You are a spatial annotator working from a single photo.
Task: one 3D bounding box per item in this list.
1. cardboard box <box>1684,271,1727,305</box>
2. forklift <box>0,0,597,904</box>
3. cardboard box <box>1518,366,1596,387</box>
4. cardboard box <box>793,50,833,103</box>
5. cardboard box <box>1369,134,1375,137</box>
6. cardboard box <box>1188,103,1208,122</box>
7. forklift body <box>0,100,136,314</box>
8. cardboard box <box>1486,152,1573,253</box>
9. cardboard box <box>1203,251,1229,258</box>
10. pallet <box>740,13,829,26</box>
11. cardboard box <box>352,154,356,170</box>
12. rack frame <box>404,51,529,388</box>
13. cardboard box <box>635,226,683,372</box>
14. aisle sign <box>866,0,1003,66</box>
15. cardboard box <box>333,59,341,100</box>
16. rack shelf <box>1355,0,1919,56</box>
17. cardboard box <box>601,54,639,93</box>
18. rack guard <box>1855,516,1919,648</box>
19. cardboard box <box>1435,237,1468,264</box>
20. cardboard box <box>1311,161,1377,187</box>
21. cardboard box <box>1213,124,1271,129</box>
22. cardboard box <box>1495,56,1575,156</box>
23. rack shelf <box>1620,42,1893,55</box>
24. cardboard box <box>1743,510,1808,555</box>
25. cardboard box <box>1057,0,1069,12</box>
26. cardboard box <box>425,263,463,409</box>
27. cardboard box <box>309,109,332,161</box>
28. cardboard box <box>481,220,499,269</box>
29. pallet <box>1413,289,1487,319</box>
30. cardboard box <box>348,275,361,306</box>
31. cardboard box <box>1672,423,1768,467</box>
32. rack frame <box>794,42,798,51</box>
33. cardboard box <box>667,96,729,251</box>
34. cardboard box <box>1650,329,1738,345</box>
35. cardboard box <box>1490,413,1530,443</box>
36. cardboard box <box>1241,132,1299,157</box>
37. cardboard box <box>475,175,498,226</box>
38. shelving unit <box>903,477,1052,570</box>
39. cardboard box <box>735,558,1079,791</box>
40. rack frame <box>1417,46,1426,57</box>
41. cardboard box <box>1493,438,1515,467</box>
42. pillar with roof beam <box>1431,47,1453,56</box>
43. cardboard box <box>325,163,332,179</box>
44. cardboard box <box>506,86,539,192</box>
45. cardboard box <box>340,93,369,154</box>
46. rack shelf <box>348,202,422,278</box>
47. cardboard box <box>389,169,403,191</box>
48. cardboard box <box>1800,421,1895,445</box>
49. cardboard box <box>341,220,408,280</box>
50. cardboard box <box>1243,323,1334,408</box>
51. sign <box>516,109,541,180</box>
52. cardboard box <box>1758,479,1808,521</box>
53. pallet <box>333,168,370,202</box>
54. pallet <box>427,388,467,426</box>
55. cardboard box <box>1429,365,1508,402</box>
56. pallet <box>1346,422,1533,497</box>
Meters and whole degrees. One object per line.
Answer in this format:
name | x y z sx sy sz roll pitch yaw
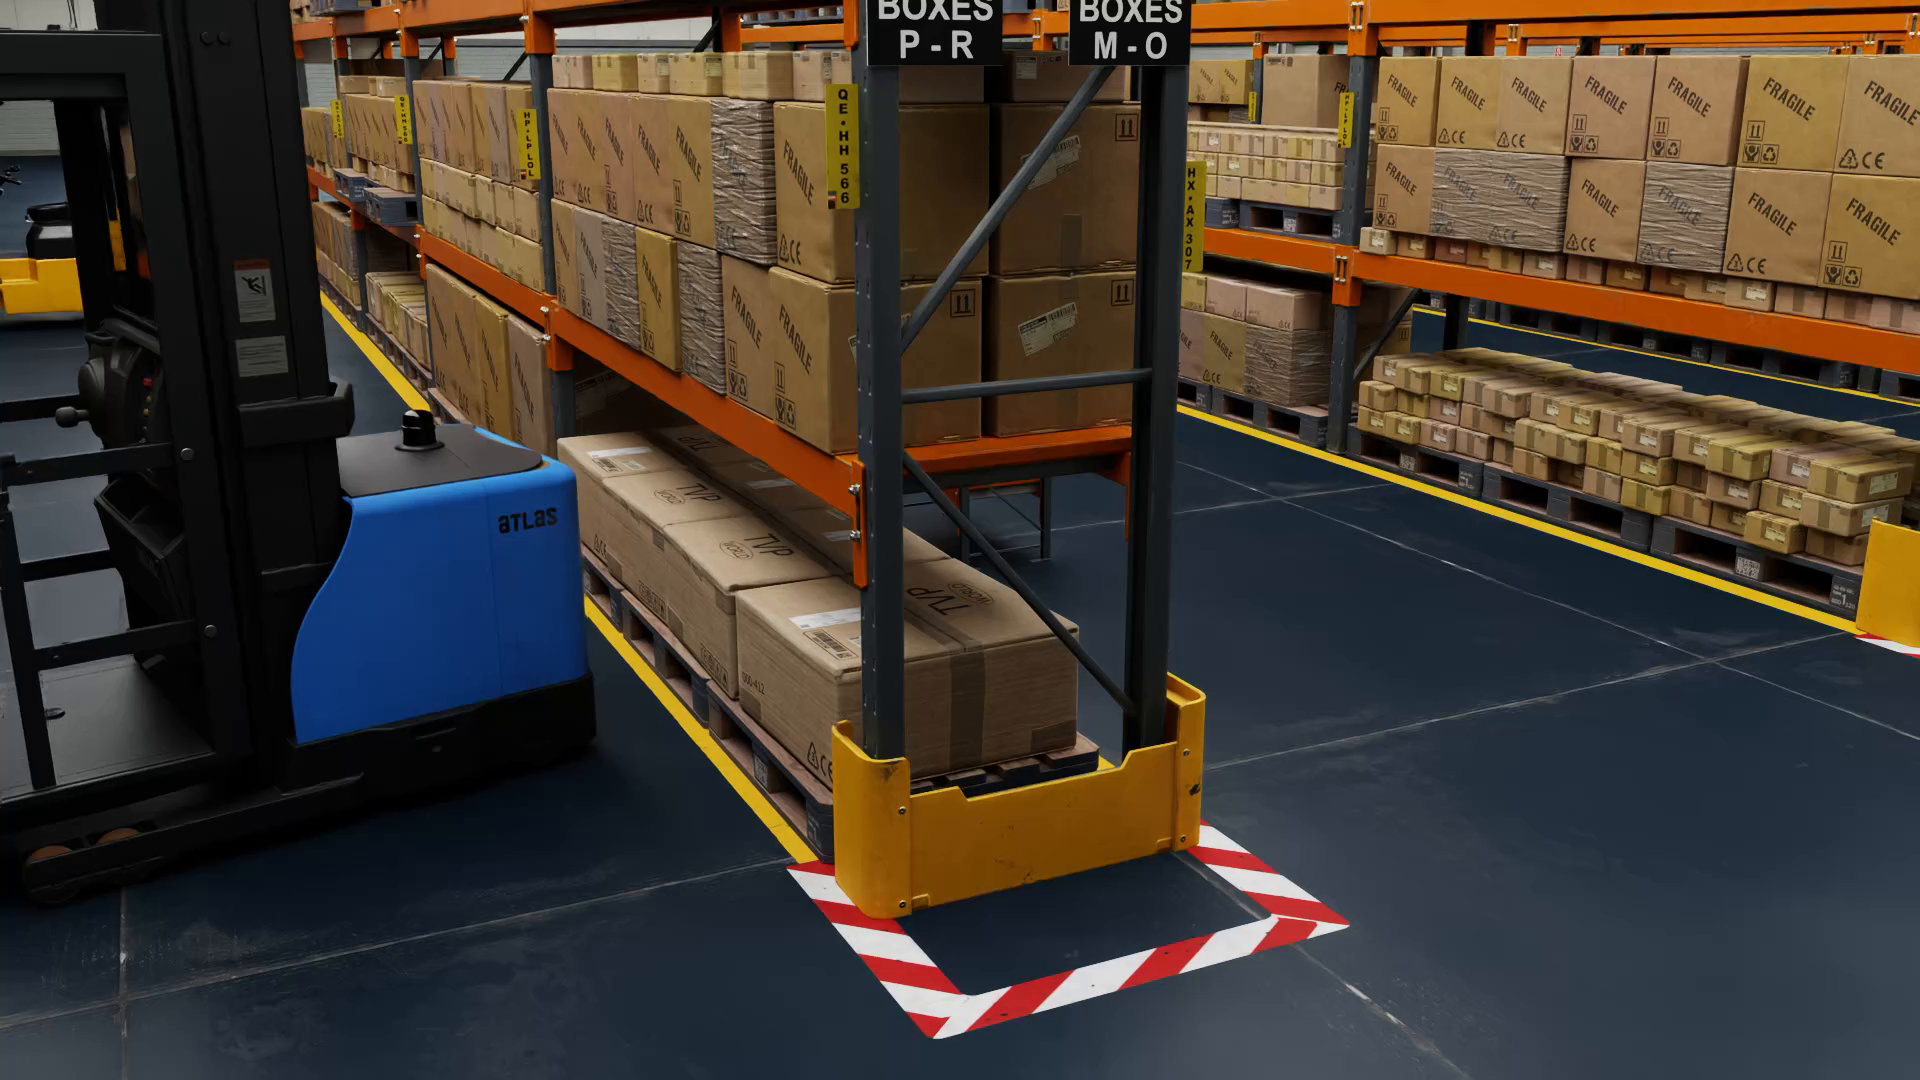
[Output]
cardboard box | 3.772 -1.247 8.113 0.380 0.149 0.250 -9 18 -27
forklift | -2.796 -0.488 5.137 3.031 2.935 1.130 -12 20 -36
cardboard box | 3.533 -0.924 9.862 0.380 0.149 0.250 -7 17 -23
cardboard box | -0.286 -1.407 5.046 0.380 0.149 0.250 -7 18 -24
cardboard box | 2.950 -2.646 11.147 0.380 0.149 0.250 -7 17 -23
cardboard box | 3.196 -5.165 20.590 0.875 0.500 0.500 -8 18 -25
forklift body | -8.815 -3.151 15.830 2.313 2.155 1.214 -8 18 -25
cardboard box | 3.239 -1.844 9.016 0.500 0.500 0.500 -8 18 -26
cardboard box | 1.851 -2.148 13.207 0.500 0.250 0.500 -7 18 -24
pallet | -2.086 -6.249 19.811 1.003 0.211 1.213 -8 18 -25
cardboard box | -5.115 -3.323 14.587 0.380 0.149 0.250 -7 18 -24
rack frame | -3.321 -2.425 11.765 1.000 3.000 0.127 -8 18 -25
cardboard box | -0.944 -0.957 6.465 0.500 0.500 0.500 -7 17 -23
aisle sign | -0.063 -1.636 4.301 0.394 0.787 0.004 -8 18 -25
cardboard box | -6.406 -4.980 18.135 0.700 0.500 0.500 -8 18 -26
rack shelf | 3.713 -2.657 8.437 1.077 0.370 4.000 -8 18 -25
cardboard box | -1.243 -1.906 6.785 0.380 0.149 0.250 -8 18 -26
rack guard | 4.556 0.118 7.434 1.175 0.500 0.348 -8 18 -25
cardboard box | 3.011 -1.711 9.732 0.380 0.149 0.250 -9 18 -27
cardboard box | 2.485 -2.356 10.676 0.380 0.149 0.250 -7 17 -23
cardboard box | 2.155 -3.096 12.716 0.380 0.149 0.250 -8 18 -25
cardboard box | 3.249 -2.332 8.905 0.500 0.500 0.500 -7 18 -24
rack shelf | 11.865 -7.403 24.976 1.077 0.370 4.000 -8 18 -25
cardboard box | 3.967 -0.053 7.906 0.380 0.149 0.250 -7 17 -23
cardboard box | 1.095 -4.365 12.903 0.500 0.500 0.500 -8 18 -25
cardboard box | -3.093 -1.425 11.368 0.875 0.875 0.875 -8 18 -25
cardboard box | -6.413 -4.195 17.210 0.500 0.500 0.500 -8 18 -26
cardboard box | -2.418 -1.696 9.495 0.500 0.250 0.500 -8 18 -26
pallet | 5.246 -2.477 16.998 1.003 0.211 1.213 -8 18 -25
cardboard box | -5.574 -2.412 15.940 0.500 0.250 0.500 -7 17 -22
cardboard box | 3.787 -0.473 8.290 0.380 0.149 0.250 -8 18 -27
rack frame | -2.420 -5.032 20.849 1.000 3.000 0.127 -8 18 -25
cardboard box | -0.711 -1.310 5.885 0.500 0.500 0.500 -8 18 -25
cardboard box | 6.649 -2.189 14.033 1.225 0.875 0.875 -8 18 -27
cardboard box | 3.254 -0.657 9.468 0.380 0.149 0.250 -7 17 -22
cardboard box | 2.140 -2.696 11.322 0.380 0.149 0.250 -8 18 -25
cardboard box | -2.438 -1.933 9.412 0.500 0.250 0.500 -7 18 -24
shelving unit | 0.003 -0.539 8.590 0.538 1.125 1.048 -8 18 -25
cardboard box | -0.195 0.436 5.676 0.875 0.438 0.875 -8 18 -27
rack frame | 6.535 -6.205 24.936 1.000 3.000 0.127 -8 18 -25
cardboard box | 3.285 -0.519 9.527 0.380 0.149 0.250 -9 18 -27
pillar with roof beam | 7.398 -12.672 36.595 9.100 9.000 0.400 -8 18 -25
cardboard box | -6.167 -3.717 16.722 0.380 0.149 0.250 -7 18 -24
cardboard box | -1.990 -2.043 8.437 0.500 0.500 0.500 -7 17 -23
cardboard box | -5.126 -3.659 14.582 0.500 0.500 0.500 -7 18 -24
rack shelf | -4.197 -2.576 13.592 1.077 0.370 4.000 -8 18 -25
cardboard box | -4.009 -2.674 12.325 0.380 0.149 0.250 -8 18 -25
cardboard box | 4.441 -0.485 8.332 0.380 0.149 0.250 -8 18 -25
cardboard box | -5.574 -2.772 15.837 0.500 0.500 0.500 -8 18 -26
cardboard box | 2.286 -1.210 11.300 0.500 0.500 0.500 -8 18 -26
sign | -2.052 -1.884 7.923 0.100 0.325 0.005 -8 18 -25
cardboard box | 4.035 -0.207 7.903 0.380 0.149 0.250 -8 18 -26
pallet | -4.869 -3.118 14.526 1.003 0.211 1.213 -8 18 -25
pallet | -3.043 -0.880 11.436 1.003 0.211 1.213 -8 18 -25
cardboard box | 3.024 -0.932 9.888 0.380 0.149 0.250 -8 18 -26
pallet | 3.163 -0.554 10.299 1.003 0.211 1.213 -8 18 -25
